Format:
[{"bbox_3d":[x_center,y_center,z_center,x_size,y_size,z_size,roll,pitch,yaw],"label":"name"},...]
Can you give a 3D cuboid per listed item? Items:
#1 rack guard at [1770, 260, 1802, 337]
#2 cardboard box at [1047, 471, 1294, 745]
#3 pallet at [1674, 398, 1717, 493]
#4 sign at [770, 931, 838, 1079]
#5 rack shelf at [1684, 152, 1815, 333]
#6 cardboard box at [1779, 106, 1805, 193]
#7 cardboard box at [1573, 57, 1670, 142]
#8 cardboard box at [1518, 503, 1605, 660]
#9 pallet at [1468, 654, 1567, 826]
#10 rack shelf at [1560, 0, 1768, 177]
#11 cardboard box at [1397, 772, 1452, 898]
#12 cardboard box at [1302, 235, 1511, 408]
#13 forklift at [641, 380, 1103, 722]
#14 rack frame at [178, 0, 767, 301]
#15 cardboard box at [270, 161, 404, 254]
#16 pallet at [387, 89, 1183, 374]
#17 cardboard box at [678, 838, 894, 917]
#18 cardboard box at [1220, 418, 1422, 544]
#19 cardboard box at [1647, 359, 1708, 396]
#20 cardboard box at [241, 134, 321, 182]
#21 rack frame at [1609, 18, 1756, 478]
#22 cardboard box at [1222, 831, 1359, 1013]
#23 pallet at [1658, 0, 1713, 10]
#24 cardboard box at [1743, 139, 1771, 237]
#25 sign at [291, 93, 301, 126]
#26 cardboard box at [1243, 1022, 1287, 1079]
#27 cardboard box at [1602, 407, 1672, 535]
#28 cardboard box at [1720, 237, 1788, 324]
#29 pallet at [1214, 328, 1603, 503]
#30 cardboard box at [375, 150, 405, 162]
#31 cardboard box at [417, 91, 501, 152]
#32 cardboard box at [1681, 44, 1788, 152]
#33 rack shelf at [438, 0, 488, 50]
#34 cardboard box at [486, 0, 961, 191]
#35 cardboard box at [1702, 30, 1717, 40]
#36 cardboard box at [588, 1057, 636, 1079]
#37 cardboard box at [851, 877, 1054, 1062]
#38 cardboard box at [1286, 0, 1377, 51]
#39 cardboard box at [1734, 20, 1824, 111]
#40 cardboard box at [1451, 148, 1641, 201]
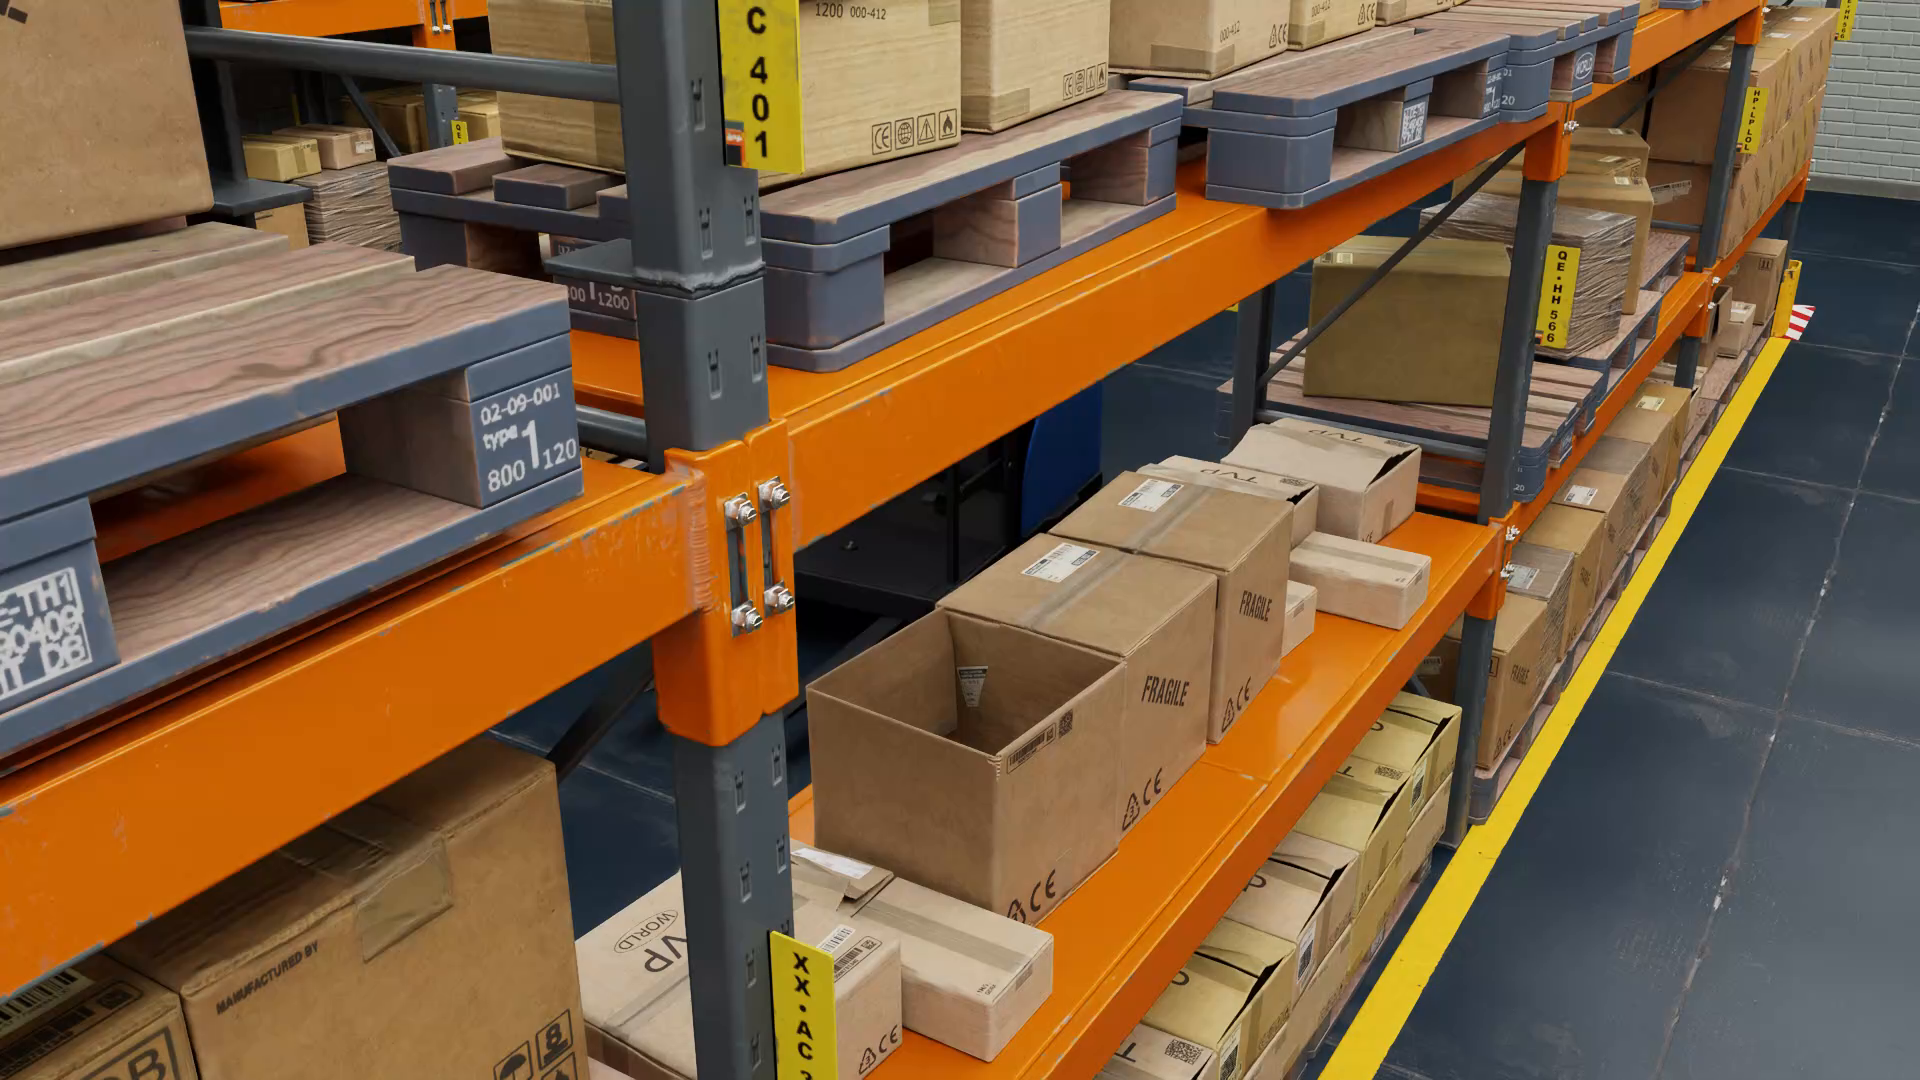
[{"bbox_3d":[5.611,-1.886,12.476,1.175,0.500,0.348,14,27,29],"label":"rack guard"},{"bbox_3d":[0.560,0.166,4.466,0.500,0.500,0.500,12,26,26],"label":"cardboard box"},{"bbox_3d":[3.904,-0.660,10.010,1.003,0.211,1.213,14,27,29],"label":"pallet"},{"bbox_3d":[-0.206,0.674,2.228,0.100,0.325,0.005,14,27,29],"label":"sign"},{"bbox_3d":[4.596,-2.053,10.623,1.077,0.370,4.000,14,27,29],"label":"rack shelf"},{"bbox_3d":[5.108,-2.553,10.746,0.500,0.500,0.500,14,27,29],"label":"cardboard box"},{"bbox_3d":[3.588,-2.438,9.222,0.500,0.500,0.500,14,27,29],"label":"cardboard box"},{"bbox_3d":[2.454,0.147,7.227,0.500,0.500,0.500,13,27,28],"label":"cardboard box"},{"bbox_3d":[1.857,0.677,6.920,1.003,0.211,1.213,14,27,29],"label":"pallet"},{"bbox_3d":[2.486,-2.080,6.908,1.077,0.370,4.000,14,27,29],"label":"rack shelf"},{"bbox_3d":[1.361,0.940,5.737,0.500,0.250,0.500,15,27,30],"label":"cardboard box"},{"bbox_3d":[1.668,-0.833,6.244,0.700,0.500,0.500,5,24,11],"label":"cardboard box"},{"bbox_3d":[-0.356,-1.010,7.394,1.130,2.935,3.031,11,26,24],"label":"forklift"},{"bbox_3d":[-0.679,-1.761,1.492,1.000,3.000,0.127,14,27,29],"label":"rack frame"},{"bbox_3d":[-3.019,-1.482,7.718,0.700,0.500,0.500,11,26,23],"label":"cardboard box"},{"bbox_3d":[-0.225,-0.597,2.819,0.805,0.209,1.217,13,26,27],"label":"pallet"},{"bbox_3d":[-0.371,0.718,3.484,0.396,0.266,0.258,13,27,28],"label":"cardboard box"},{"bbox_3d":[1.202,-0.204,5.557,0.500,0.311,0.500,16,28,32],"label":"cardboard box"},{"bbox_3d":[4.394,-1.000,10.298,0.380,0.166,0.250,14,27,29],"label":"cardboard box"},{"bbox_3d":[-3.093,-1.706,7.419,0.380,0.149,0.250,9,25,20],"label":"cardboard box"},{"bbox_3d":[3.541,-1.708,8.921,1.000,3.000,0.127,14,27,29],"label":"rack frame"},{"bbox_3d":[0.827,1.028,4.825,0.500,0.311,0.500,14,27,29],"label":"cardboard box"},{"bbox_3d":[2.593,-2.443,7.077,1.213,0.211,1.003,14,27,29],"label":"pallet"},{"bbox_3d":[4.309,-2.043,9.567,0.500,0.500,0.500,14,27,30],"label":"cardboard box"},{"bbox_3d":[-3.252,-2.042,8.233,0.100,0.325,0.005,14,27,29],"label":"sign"},{"bbox_3d":[0.555,1.458,4.540,0.500,0.250,0.500,14,27,30],"label":"cardboard box"},{"bbox_3d":[3.256,-0.371,8.425,0.500,0.500,0.500,14,27,29],"label":"cardboard box"},{"bbox_3d":[5.574,-1.878,11.905,0.500,0.500,0.500,14,27,29],"label":"cardboard box"},{"bbox_3d":[1.729,-0.514,6.403,1.213,0.211,1.003,14,27,29],"label":"pallet"},{"bbox_3d":[-2.754,-1.801,8.610,0.500,0.500,0.500,14,27,29],"label":"cardboard box"},{"bbox_3d":[-2.305,-2.040,8.217,0.500,0.250,0.500,15,27,30],"label":"cardboard box"},{"bbox_3d":[4.301,-2.487,9.336,0.500,0.500,0.500,13,27,27],"label":"cardboard box"},{"bbox_3d":[-1.724,-3.117,9.303,1.077,0.370,4.000,14,27,29],"label":"rack shelf"},{"bbox_3d":[-0.346,-0.715,2.510,0.500,0.250,0.500,17,29,34],"label":"cardboard box"},{"bbox_3d":[4.388,-2.951,10.407,0.500,0.500,0.500,14,27,28],"label":"cardboard box"},{"bbox_3d":[-0.640,0.785,2.219,0.380,0.149,0.250,14,27,29],"label":"cardboard box"},{"bbox_3d":[-0.038,0.851,3.325,0.380,0.149,0.250,14,27,29],"label":"cardboard box"},{"bbox_3d":[0.667,-1.322,3.913,0.500,0.250,0.500,13,27,28],"label":"cardboard box"},{"bbox_3d":[5.115,-3.009,10.540,0.500,0.500,0.500,15,27,30],"label":"cardboard box"},{"bbox_3d":[2.792,-1.589,7.989,0.700,0.500,0.500,19,30,37],"label":"cardboard box"}]
